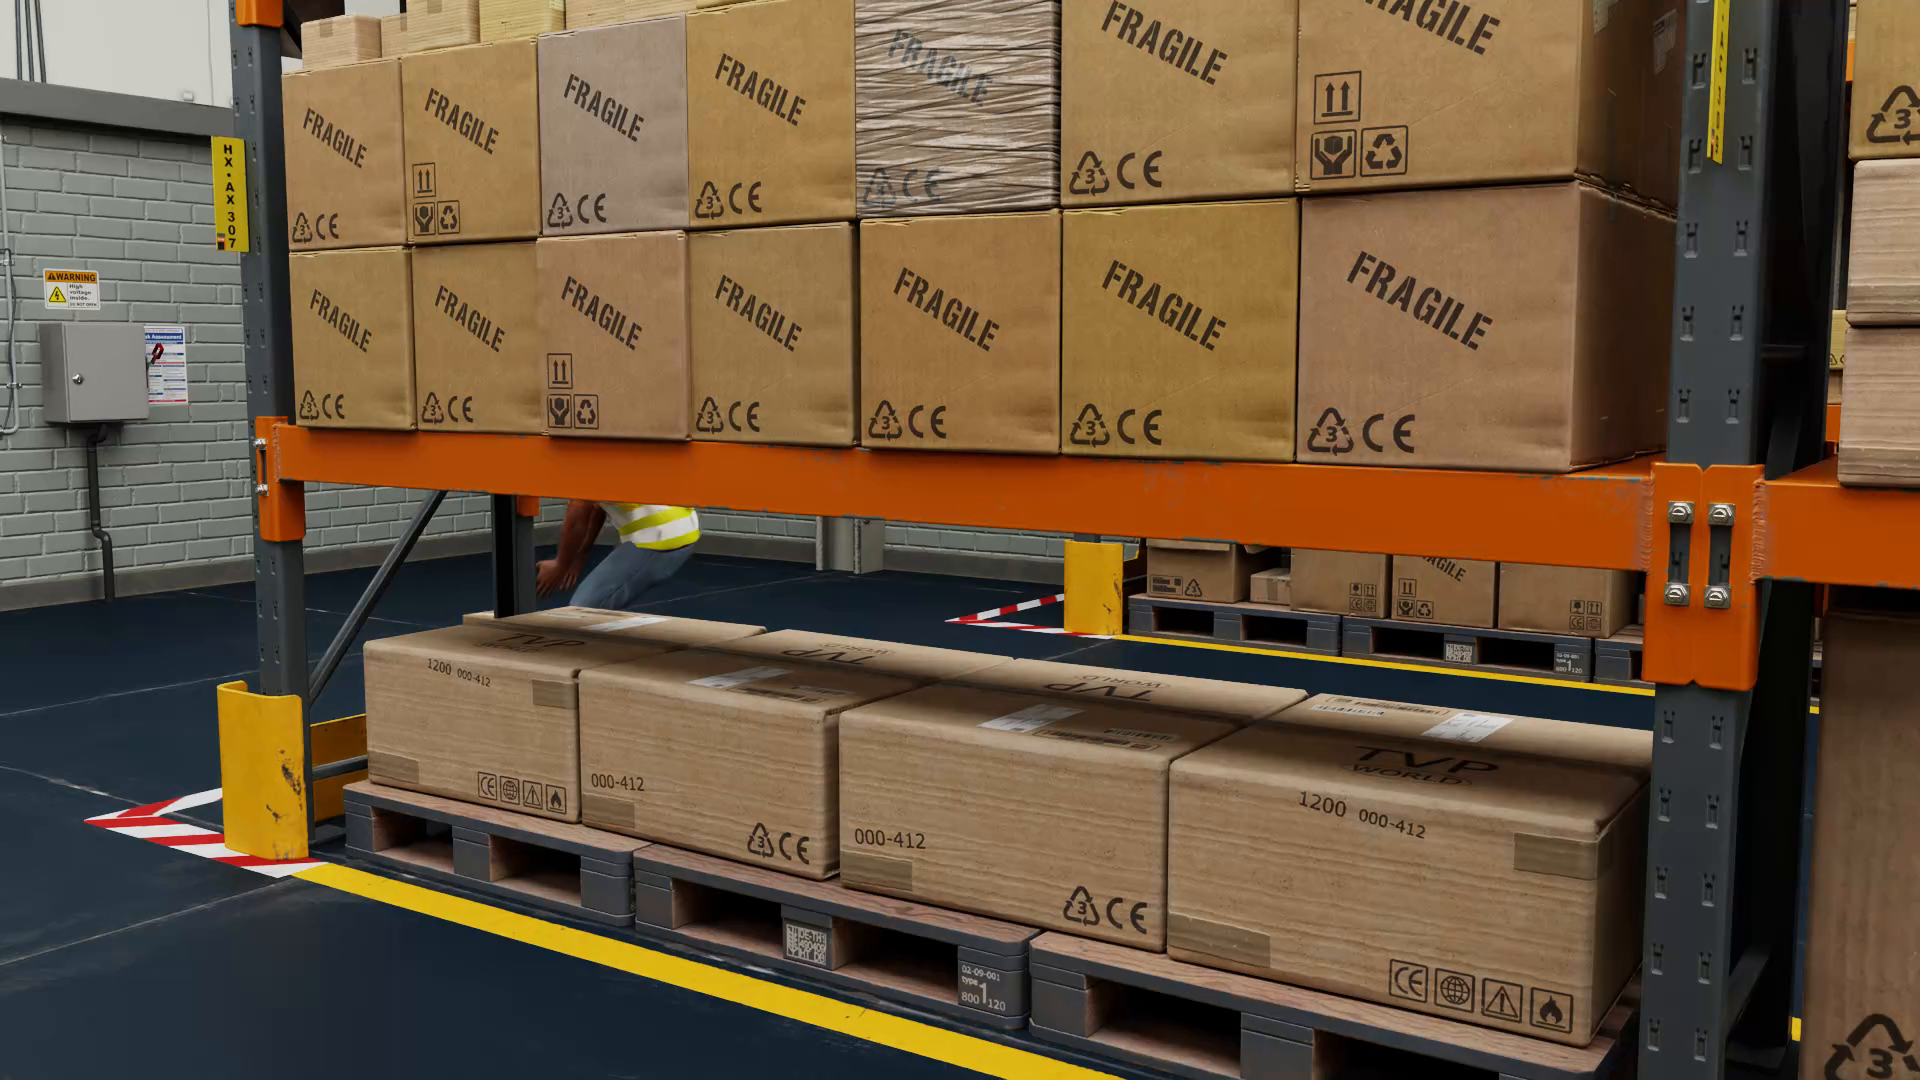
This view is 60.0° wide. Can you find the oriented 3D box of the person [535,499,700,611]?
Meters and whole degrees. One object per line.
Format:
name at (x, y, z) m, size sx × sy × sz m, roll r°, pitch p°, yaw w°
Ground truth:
person at (-1.439, 0.028, 6.816) m, size 0.727 × 1.462 × 0.630 m, roll 0°, pitch 6°, yaw -3°
